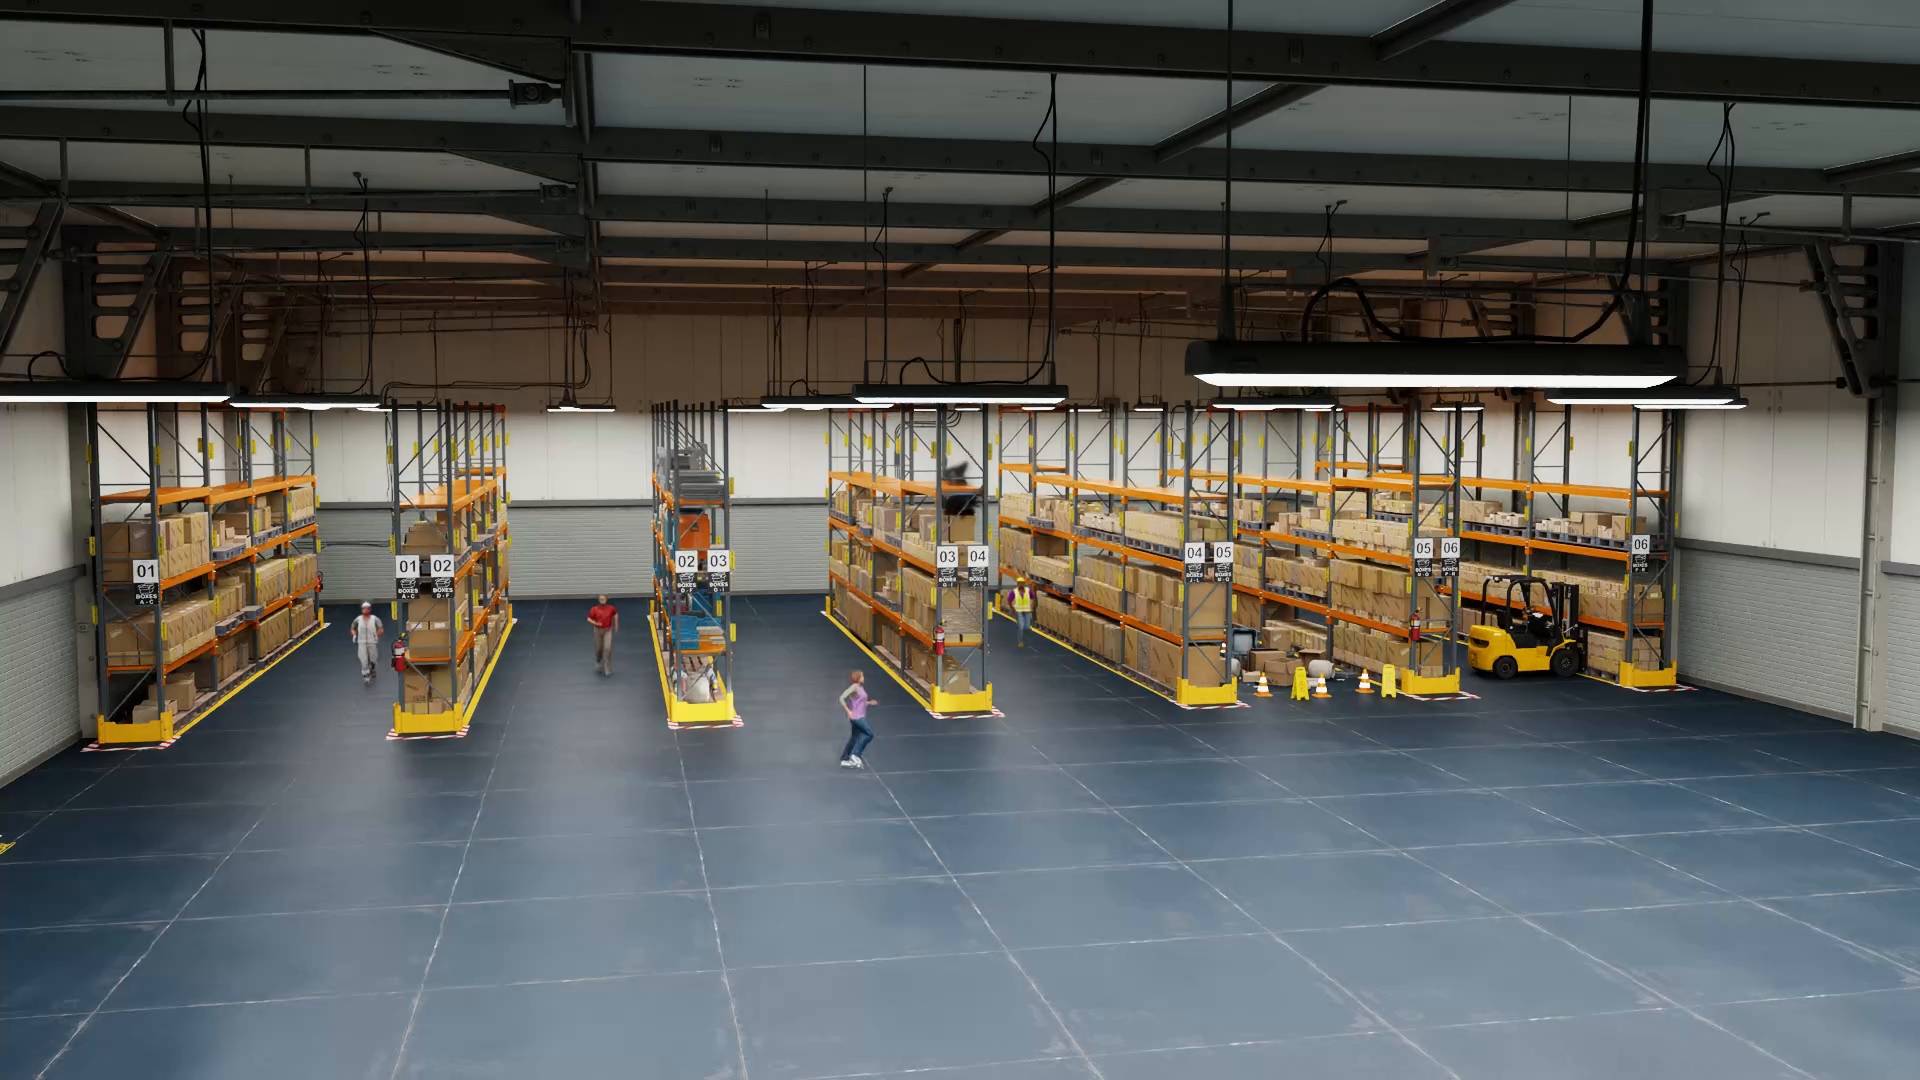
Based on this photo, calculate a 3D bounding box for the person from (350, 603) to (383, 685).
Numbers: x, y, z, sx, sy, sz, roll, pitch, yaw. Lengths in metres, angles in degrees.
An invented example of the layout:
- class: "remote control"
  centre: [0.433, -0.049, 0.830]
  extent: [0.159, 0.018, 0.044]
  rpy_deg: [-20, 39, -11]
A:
- class: "person"
  centre: [-12.592, 2.194, 35.302]
  extent: [0.657, 1.740, 0.673]
  rpy_deg: [-1, 5, -18]

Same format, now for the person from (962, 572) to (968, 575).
- class: "person"
  centre: [0.085, 1.264, 47.581]
  extent: [0.697, 1.804, 0.894]
  rpy_deg: [0, 4, -2]

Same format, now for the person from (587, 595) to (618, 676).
- class: "person"
  centre: [-7.913, 2.085, 36.871]
  extent: [0.682, 1.766, 0.869]
  rpy_deg: [-1, 5, -17]

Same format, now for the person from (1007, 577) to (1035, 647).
- class: "person"
  centre: [1.524, 1.779, 40.988]
  extent: [0.699, 1.728, 0.543]
  rpy_deg: [-1, 4, -8]

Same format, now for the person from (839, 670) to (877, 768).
- class: "person"
  centre: [-1.644, 2.895, 26.880]
  extent: [0.625, 1.585, 0.490]
  rpy_deg: [0, 4, 6]
